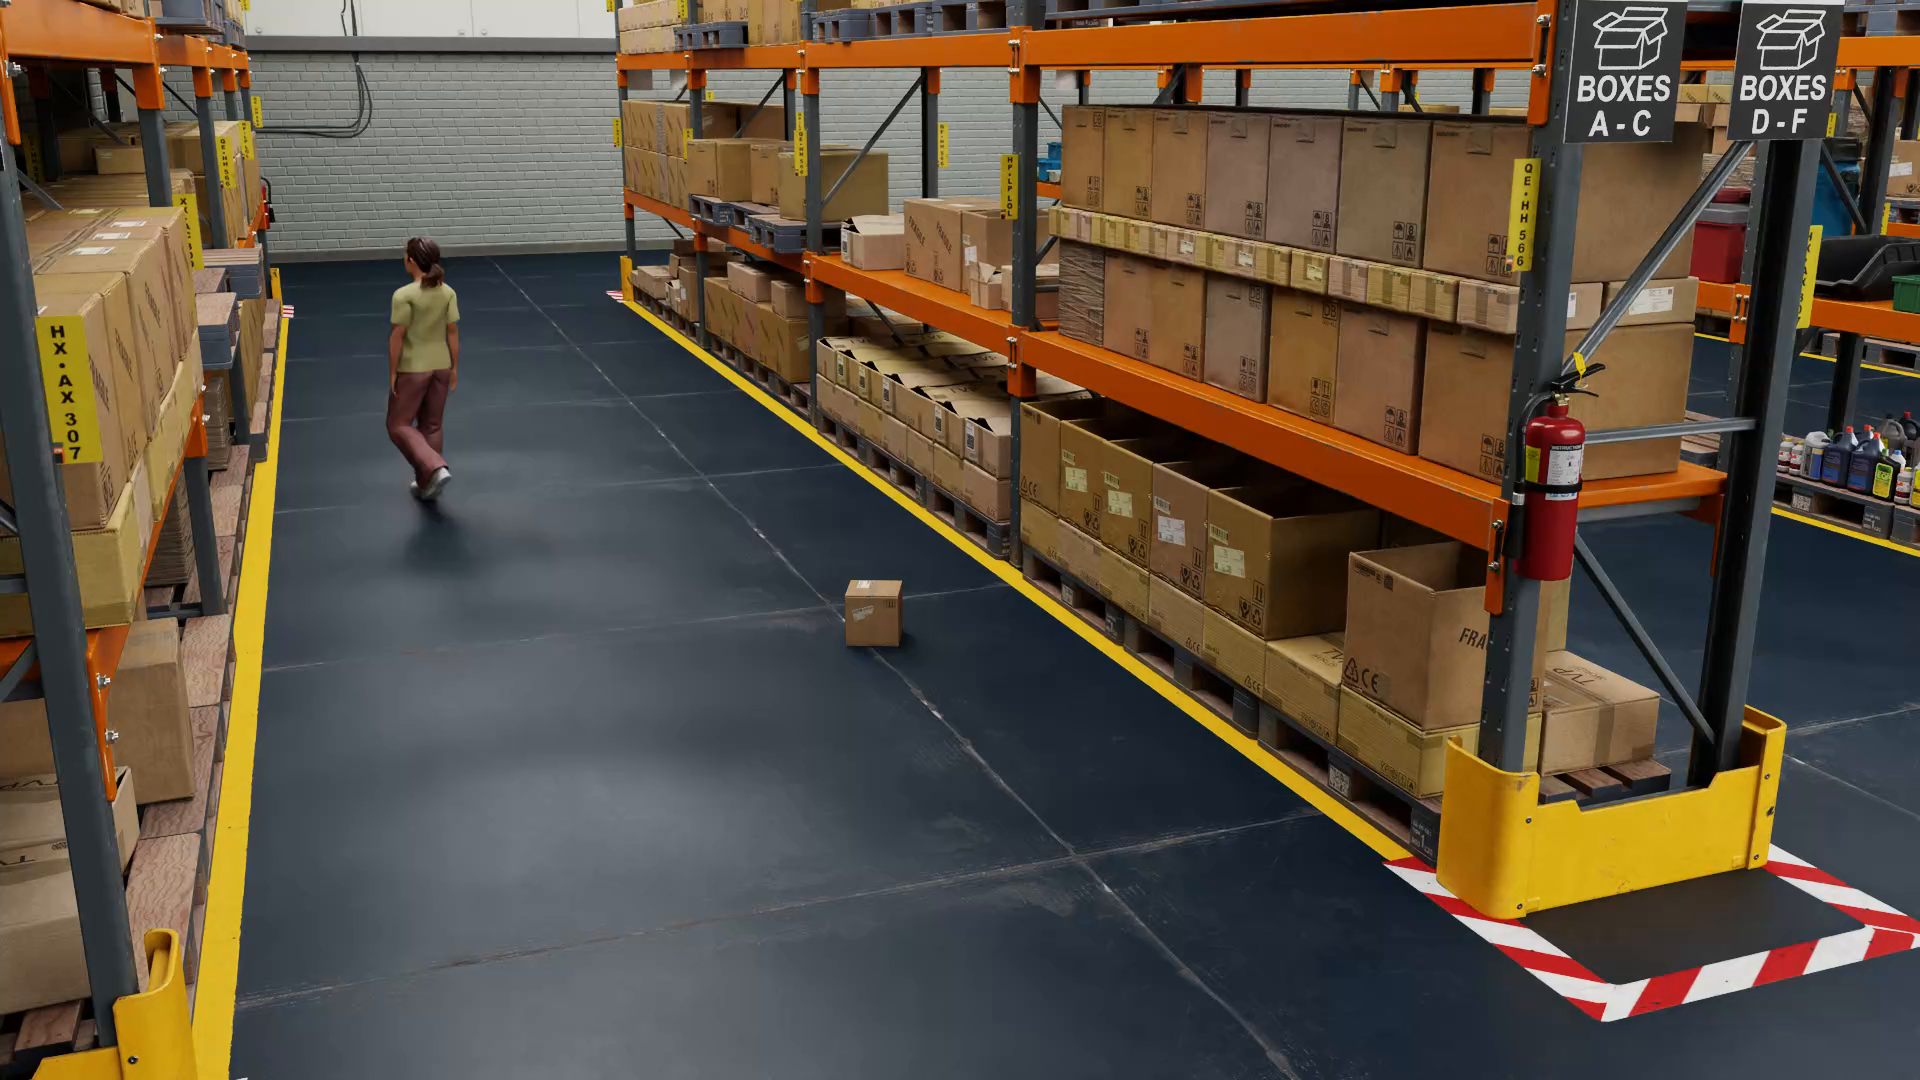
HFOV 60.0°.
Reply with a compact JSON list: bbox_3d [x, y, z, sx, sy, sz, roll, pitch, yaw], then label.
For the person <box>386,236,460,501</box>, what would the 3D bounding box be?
[{"bbox_3d":[-3.293,-1.023,10.158,0.742,1.649,0.462,13,20,39],"label":"person"}]
